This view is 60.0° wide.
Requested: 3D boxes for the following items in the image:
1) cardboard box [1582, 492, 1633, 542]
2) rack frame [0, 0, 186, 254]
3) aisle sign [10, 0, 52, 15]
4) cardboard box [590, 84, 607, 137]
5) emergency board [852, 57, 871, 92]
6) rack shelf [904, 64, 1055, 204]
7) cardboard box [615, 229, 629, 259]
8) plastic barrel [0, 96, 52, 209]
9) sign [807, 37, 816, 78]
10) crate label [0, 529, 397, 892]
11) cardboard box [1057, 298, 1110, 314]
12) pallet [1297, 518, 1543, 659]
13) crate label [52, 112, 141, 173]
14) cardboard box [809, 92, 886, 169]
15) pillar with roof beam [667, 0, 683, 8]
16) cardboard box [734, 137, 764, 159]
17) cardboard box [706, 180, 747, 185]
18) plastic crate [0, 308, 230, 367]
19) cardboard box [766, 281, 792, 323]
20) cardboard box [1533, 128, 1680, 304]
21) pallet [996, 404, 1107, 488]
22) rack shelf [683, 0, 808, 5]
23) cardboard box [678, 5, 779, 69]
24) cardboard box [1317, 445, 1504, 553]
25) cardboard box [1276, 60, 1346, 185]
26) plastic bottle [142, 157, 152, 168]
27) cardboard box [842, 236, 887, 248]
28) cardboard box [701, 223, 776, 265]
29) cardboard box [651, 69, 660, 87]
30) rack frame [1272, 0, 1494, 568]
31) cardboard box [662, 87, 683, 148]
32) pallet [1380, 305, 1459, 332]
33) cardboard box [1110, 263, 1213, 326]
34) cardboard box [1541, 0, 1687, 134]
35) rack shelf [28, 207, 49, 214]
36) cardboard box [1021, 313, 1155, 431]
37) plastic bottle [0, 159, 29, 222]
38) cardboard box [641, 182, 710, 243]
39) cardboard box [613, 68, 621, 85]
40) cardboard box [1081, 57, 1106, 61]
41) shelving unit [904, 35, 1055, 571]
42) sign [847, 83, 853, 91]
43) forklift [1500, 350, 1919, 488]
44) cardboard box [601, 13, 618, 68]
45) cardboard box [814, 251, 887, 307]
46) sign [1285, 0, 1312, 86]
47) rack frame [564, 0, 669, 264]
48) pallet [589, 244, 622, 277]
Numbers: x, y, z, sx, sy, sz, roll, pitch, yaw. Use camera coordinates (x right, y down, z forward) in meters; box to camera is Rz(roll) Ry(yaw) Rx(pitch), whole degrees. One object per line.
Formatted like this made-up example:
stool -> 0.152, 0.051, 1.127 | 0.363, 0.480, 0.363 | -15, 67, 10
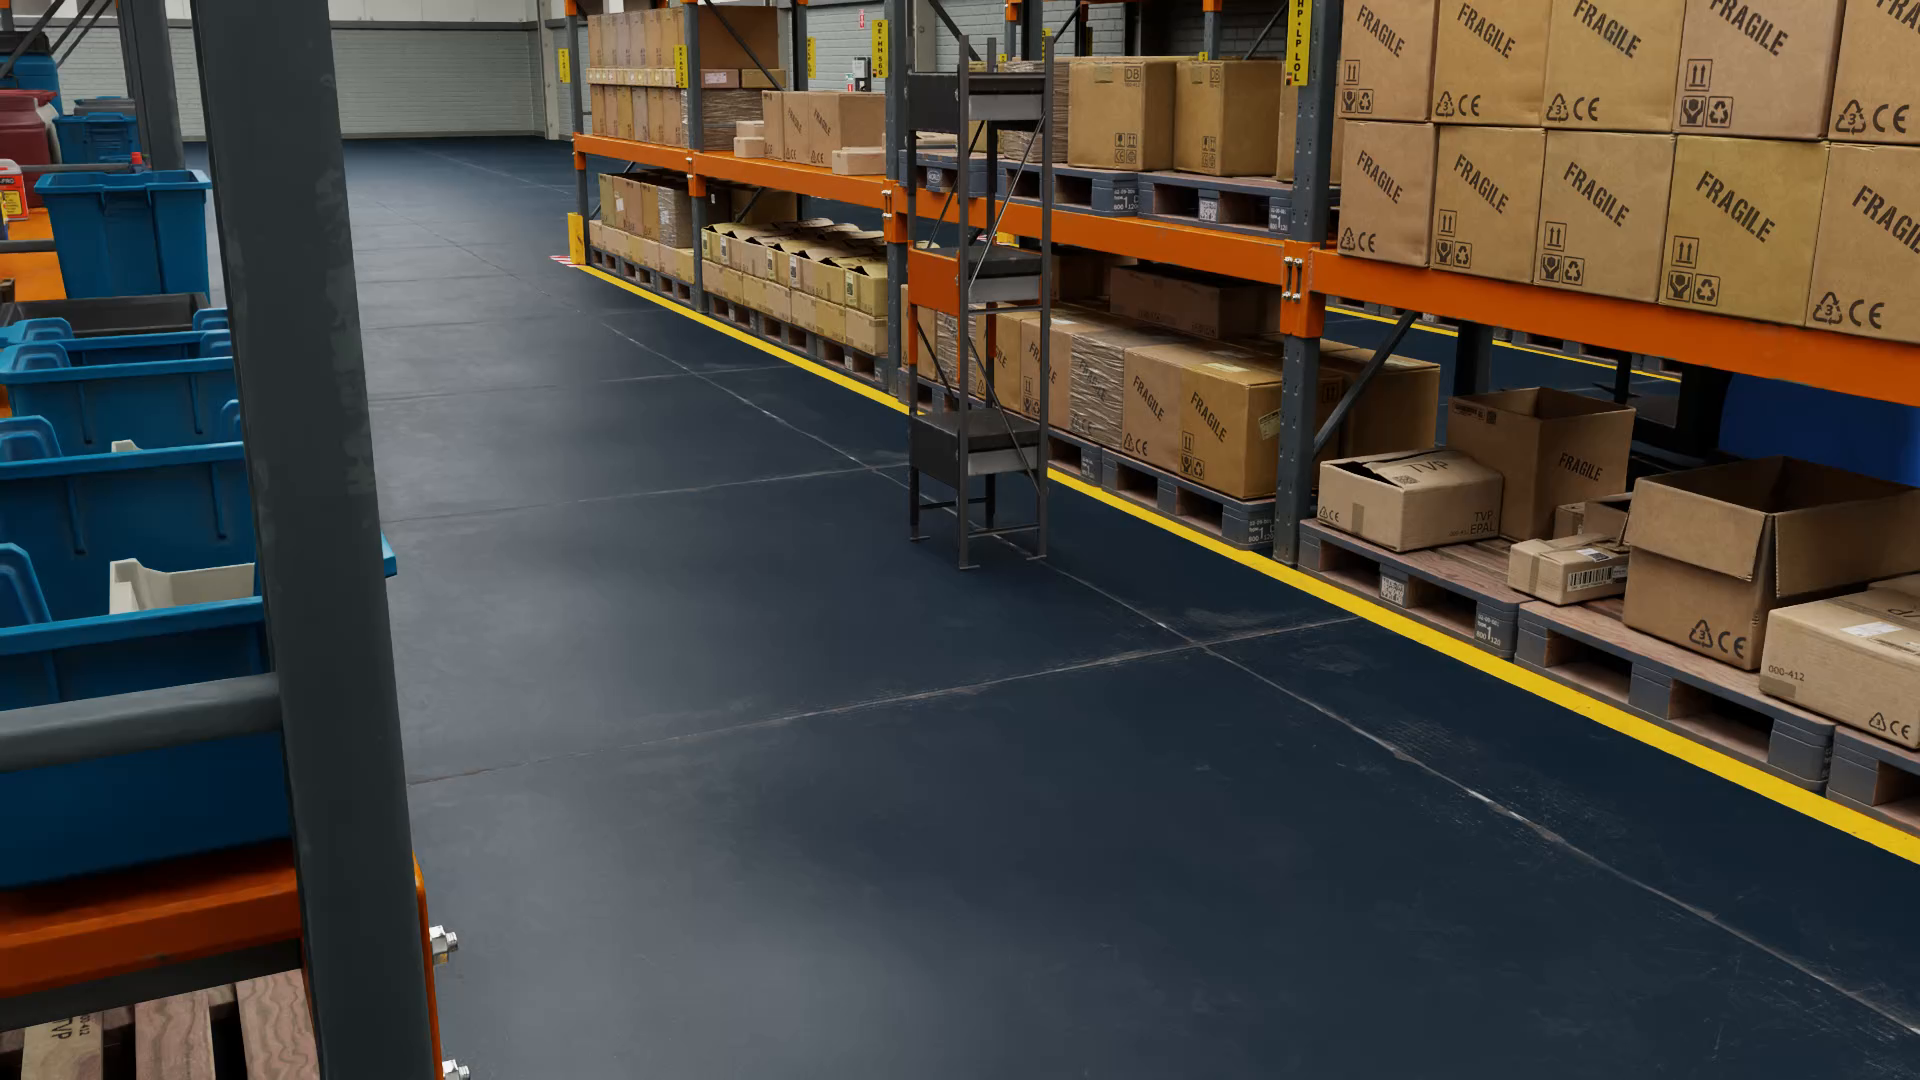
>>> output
cardboard box -> 2.614, -0.029, 5.991 | 0.500, 0.311, 0.500 | -8, 18, -25
rack frame -> -2.673, -0.805, 4.619 | 1.000, 3.000, 0.127 | -8, 18, -25
aisle sign -> -8.225, -5.013, 14.568 | 0.394, 0.787, 0.004 | -8, 18, -25
cardboard box -> -3.283, -4.309, 16.647 | 0.700, 0.500, 0.500 | -8, 18, -25
emergency board -> -1.617, -7.014, 26.254 | 0.194, 1.169, 0.643 | -8, 18, -25
rack shelf -> 0.072, -1.628, 6.629 | 0.431, 0.518, 0.480 | -8, 18, -25
cardboard box -> -3.000, -2.851, 15.972 | 0.500, 0.250, 0.500 | -8, 18, -25
plastic barrel -> -4.901, -1.941, 8.330 | 0.600, 0.536, 0.708 | -8, 18, -25
sign -> -1.240, -3.973, 13.702 | 0.100, 0.325, 0.005 | -8, 18, -25
crate label -> -0.733, 0.137, 1.529 | 0.416, 0.233, 0.303 | -8, 18, -25
cardboard box -> 0.876, -1.073, 9.285 | 0.500, 0.500, 0.500 | -8, 18, -27
pallet -> 2.081, 0.108, 6.492 | 1.003, 0.211, 1.213 | -8, 18, -25
crate label -> -4.618, -2.093, 9.042 | 0.502, 0.435, 0.616 | -8, 18, -25
cardboard box -> -0.721, -2.857, 11.587 | 0.500, 0.500, 0.500 | -9, 18, -28
pillar with roof beam -> -9.696, -11.736, 31.831 | 9.100, 9.000, 0.400 | -8, 18, -25
cardboard box -> -1.519, -3.021, 12.797 | 0.380, 0.149, 0.250 | -8, 18, -25
cardboard box -> -2.084, -3.028, 15.228 | 0.500, 0.500, 0.500 | -8, 18, -25
plastic crate -> -1.441, -0.264, 2.926 | 0.416, 0.233, 0.300 | -8, 18, -25
cardboard box -> -1.096, -1.756, 12.154 | 0.500, 0.250, 0.500 | -7, 18, -24
cardboard box -> 2.204, -1.041, 5.258 | 0.500, 0.500, 0.500 | -8, 18, -25
pallet -> 0.852, -0.563, 8.828 | 1.003, 0.211, 1.213 | -8, 18, -25
rack shelf -> -0.847, -3.987, 11.571 | 1.077, 0.370, 4.000 | -8, 18, -25
cardboard box -> -1.924, -4.167, 13.802 | 0.700, 0.500, 0.500 | -8, 18, -25
cardboard box -> 1.771, -0.192, 6.558 | 0.500, 0.311, 0.500 | -8, 18, -25
cardboard box -> 1.775, -1.797, 7.133 | 0.500, 0.500, 0.700 | 15, 22, 42
plastic bottle -> -3.764, -1.635, 7.722 | 0.061, 0.283, 0.133 | -8, 18, -25
cardboard box -> -0.622, -2.093, 12.314 | 0.500, 0.311, 0.500 | -8, 18, -26
cardboard box -> -1.767, -2.404, 13.396 | 0.500, 0.311, 0.500 | -8, 18, -25
cardboard box -> -2.480, -4.040, 14.535 | 0.380, 0.149, 0.250 | -8, 18, -25
rack frame -> 1.781, -1.403, 6.701 | 1.000, 3.000, 0.127 | -8, 18, -25
cardboard box -> -2.161, -3.674, 14.434 | 0.700, 0.500, 0.500 | -8, 18, -25
pallet -> 4.139, -1.848, 13.307 | 1.003, 0.211, 1.213 | -8, 18, -25
cardboard box -> 1.130, -1.295, 8.700 | 0.500, 0.250, 0.500 | -8, 18, -26
cardboard box -> 2.186, -1.525, 5.134 | 0.500, 0.500, 0.500 | -8, 18, -27
rack shelf -> -5.302, -1.947, 9.902 | 1.077, 0.370, 4.000 | -8, 18, -25
cardboard box -> 0.654, -0.874, 8.594 | 0.500, 0.500, 0.500 | -8, 18, -27
plastic bottle -> -4.390, -1.609, 7.646 | 0.152, 0.276, 0.135 | -8, 18, -25
cardboard box -> -2.554, -2.965, 15.008 | 0.500, 0.500, 0.500 | -8, 18, -25
cardboard box -> -3.044, -4.359, 15.646 | 0.380, 0.149, 0.250 | -8, 18, -27
cardboard box -> 1.579, -4.742, 17.213 | 0.500, 0.500, 0.500 | -7, 17, -23
shelving unit -> 0.072, -0.968, 6.818 | 0.431, 2.100, 0.503 | -8, 18, -25
sign -> -1.767, -7.181, 26.770 | 0.001, 0.329, 0.234 | -8, 18, -25
forklift -> 3.810, -1.684, 7.804 | 1.130, 2.935, 3.031 | -5, 17, -15
cardboard box -> -3.025, -4.790, 15.971 | 0.700, 0.500, 0.500 | -8, 18, -26
cardboard box -> -0.656, -1.773, 11.197 | 0.500, 0.311, 0.500 | -8, 18, -26
sign -> 1.284, -1.891, 6.305 | 0.100, 0.325, 0.005 | -8, 18, -25
rack frame -> -3.476, -4.378, 17.070 | 1.000, 3.000, 0.127 | -8, 18, -25
pallet -> -3.103, -2.854, 16.811 | 1.003, 0.211, 1.213 | -8, 18, -25
